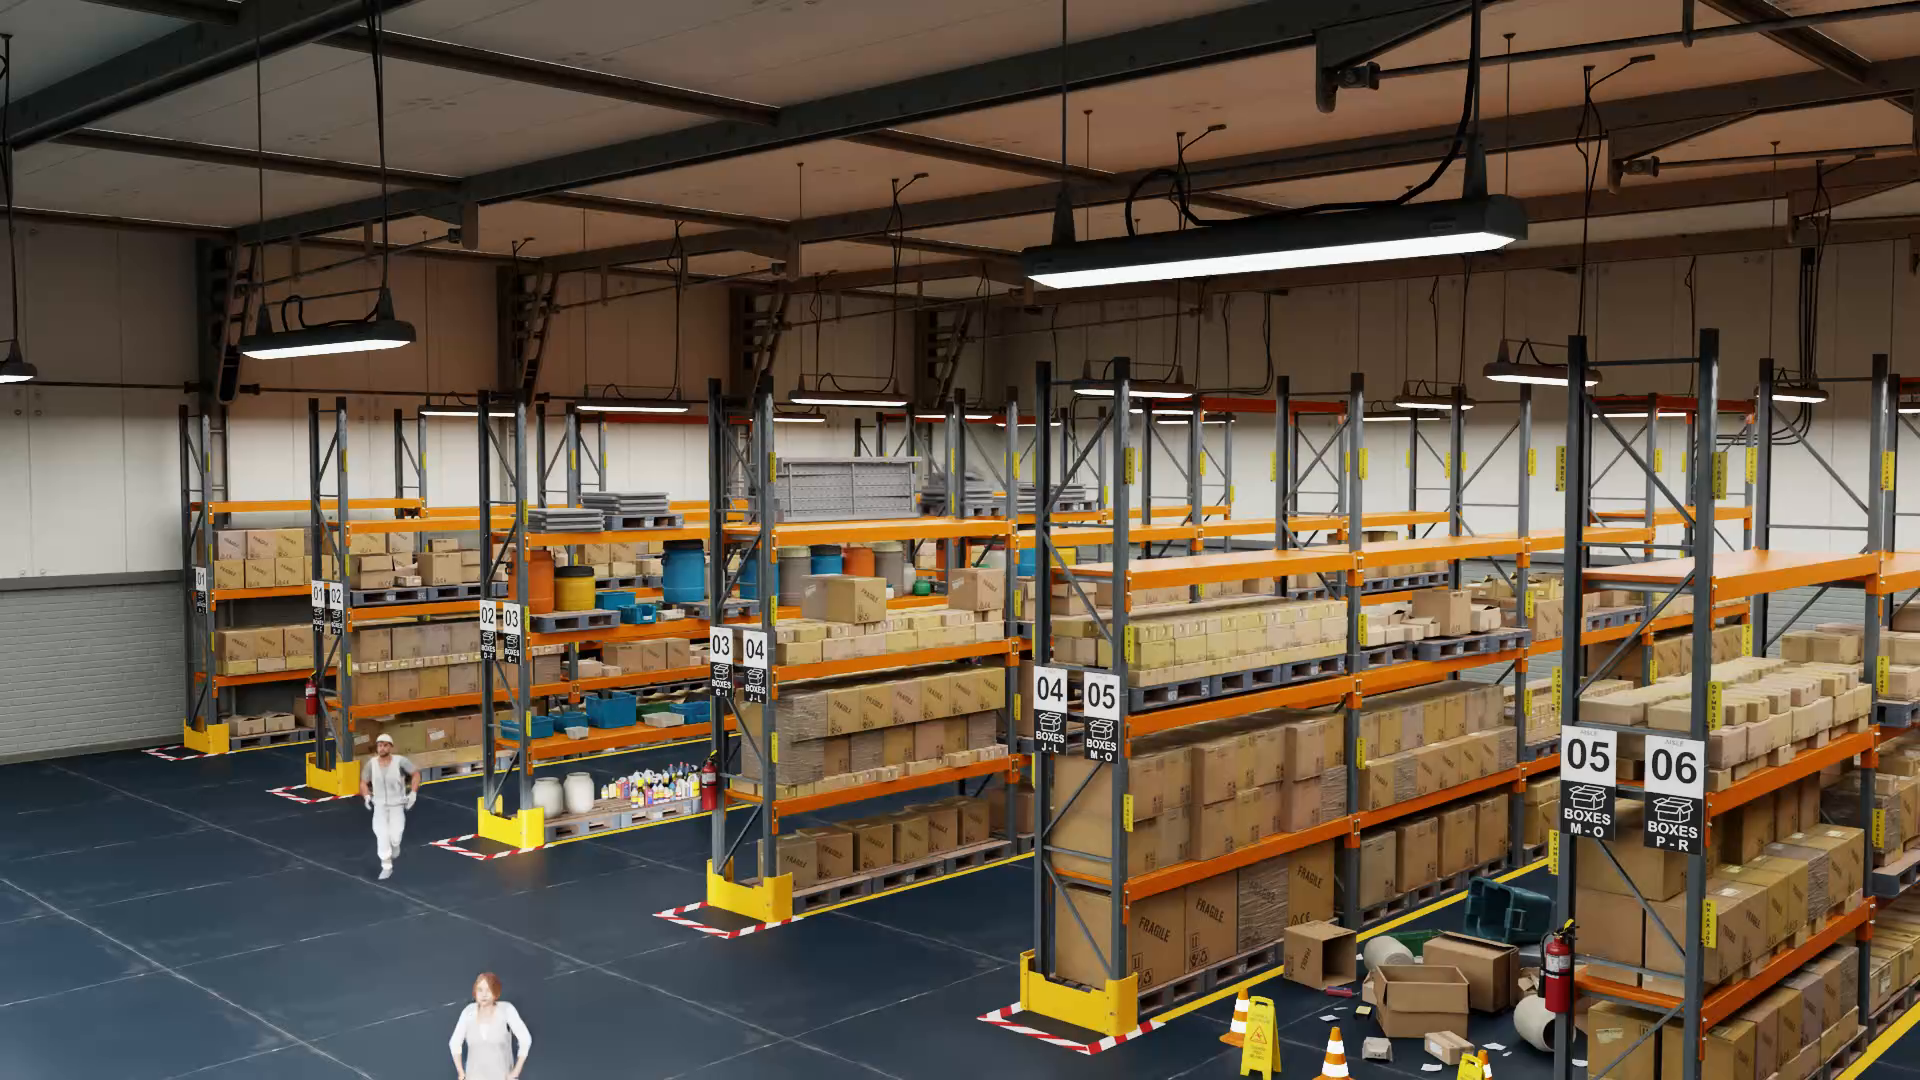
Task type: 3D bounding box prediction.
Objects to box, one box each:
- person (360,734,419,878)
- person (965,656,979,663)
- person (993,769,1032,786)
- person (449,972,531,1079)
[{"bbox_3d":[-6.968,3.229,20.315,0.690,1.751,0.669,0,3,-9],"label":"person"},{"bbox_3d":[0.245,2.346,32.856,0.598,1.670,0.531,2,4,37],"label":"person"},{"bbox_3d":[0.747,3.028,24.375,0.789,1.726,0.670,-3,4,-44],"label":"person"},{"bbox_3d":[-3.288,3.777,11.652,0.562,1.564,0.634,0,3,-8],"label":"person"}]
